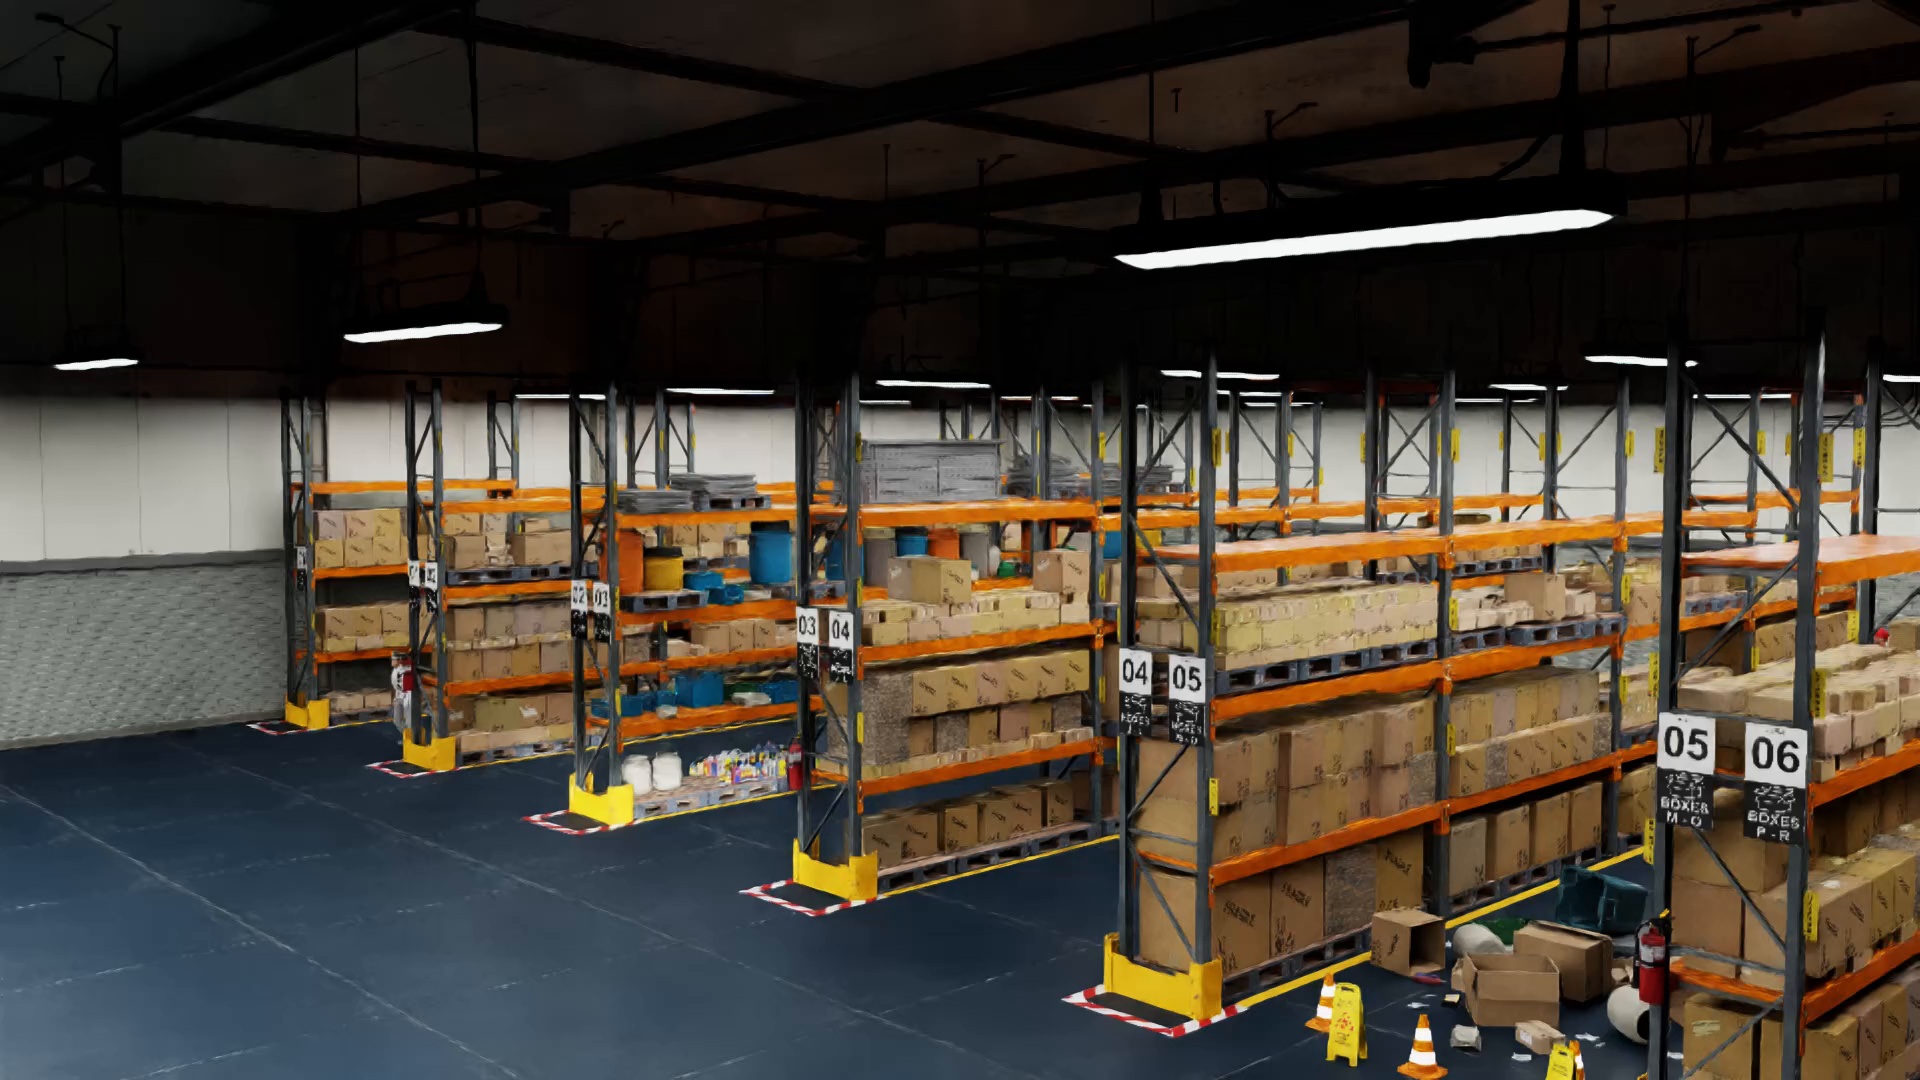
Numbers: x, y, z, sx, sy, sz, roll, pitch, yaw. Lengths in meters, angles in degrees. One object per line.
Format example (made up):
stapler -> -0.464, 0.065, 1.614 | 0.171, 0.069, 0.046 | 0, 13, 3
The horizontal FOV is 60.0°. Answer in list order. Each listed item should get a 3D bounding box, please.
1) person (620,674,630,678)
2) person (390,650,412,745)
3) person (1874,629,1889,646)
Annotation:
person -> -6.158, 2.439, 30.361 | 0.592, 1.589, 0.513 | 4, 5, 44
person -> -9.126, 2.609, 27.361 | 0.506, 1.632, 0.639 | -4, 5, -45
person -> 16.011, 2.437, 28.755 | 0.495, 1.795, 0.618 | 0, 4, 7
